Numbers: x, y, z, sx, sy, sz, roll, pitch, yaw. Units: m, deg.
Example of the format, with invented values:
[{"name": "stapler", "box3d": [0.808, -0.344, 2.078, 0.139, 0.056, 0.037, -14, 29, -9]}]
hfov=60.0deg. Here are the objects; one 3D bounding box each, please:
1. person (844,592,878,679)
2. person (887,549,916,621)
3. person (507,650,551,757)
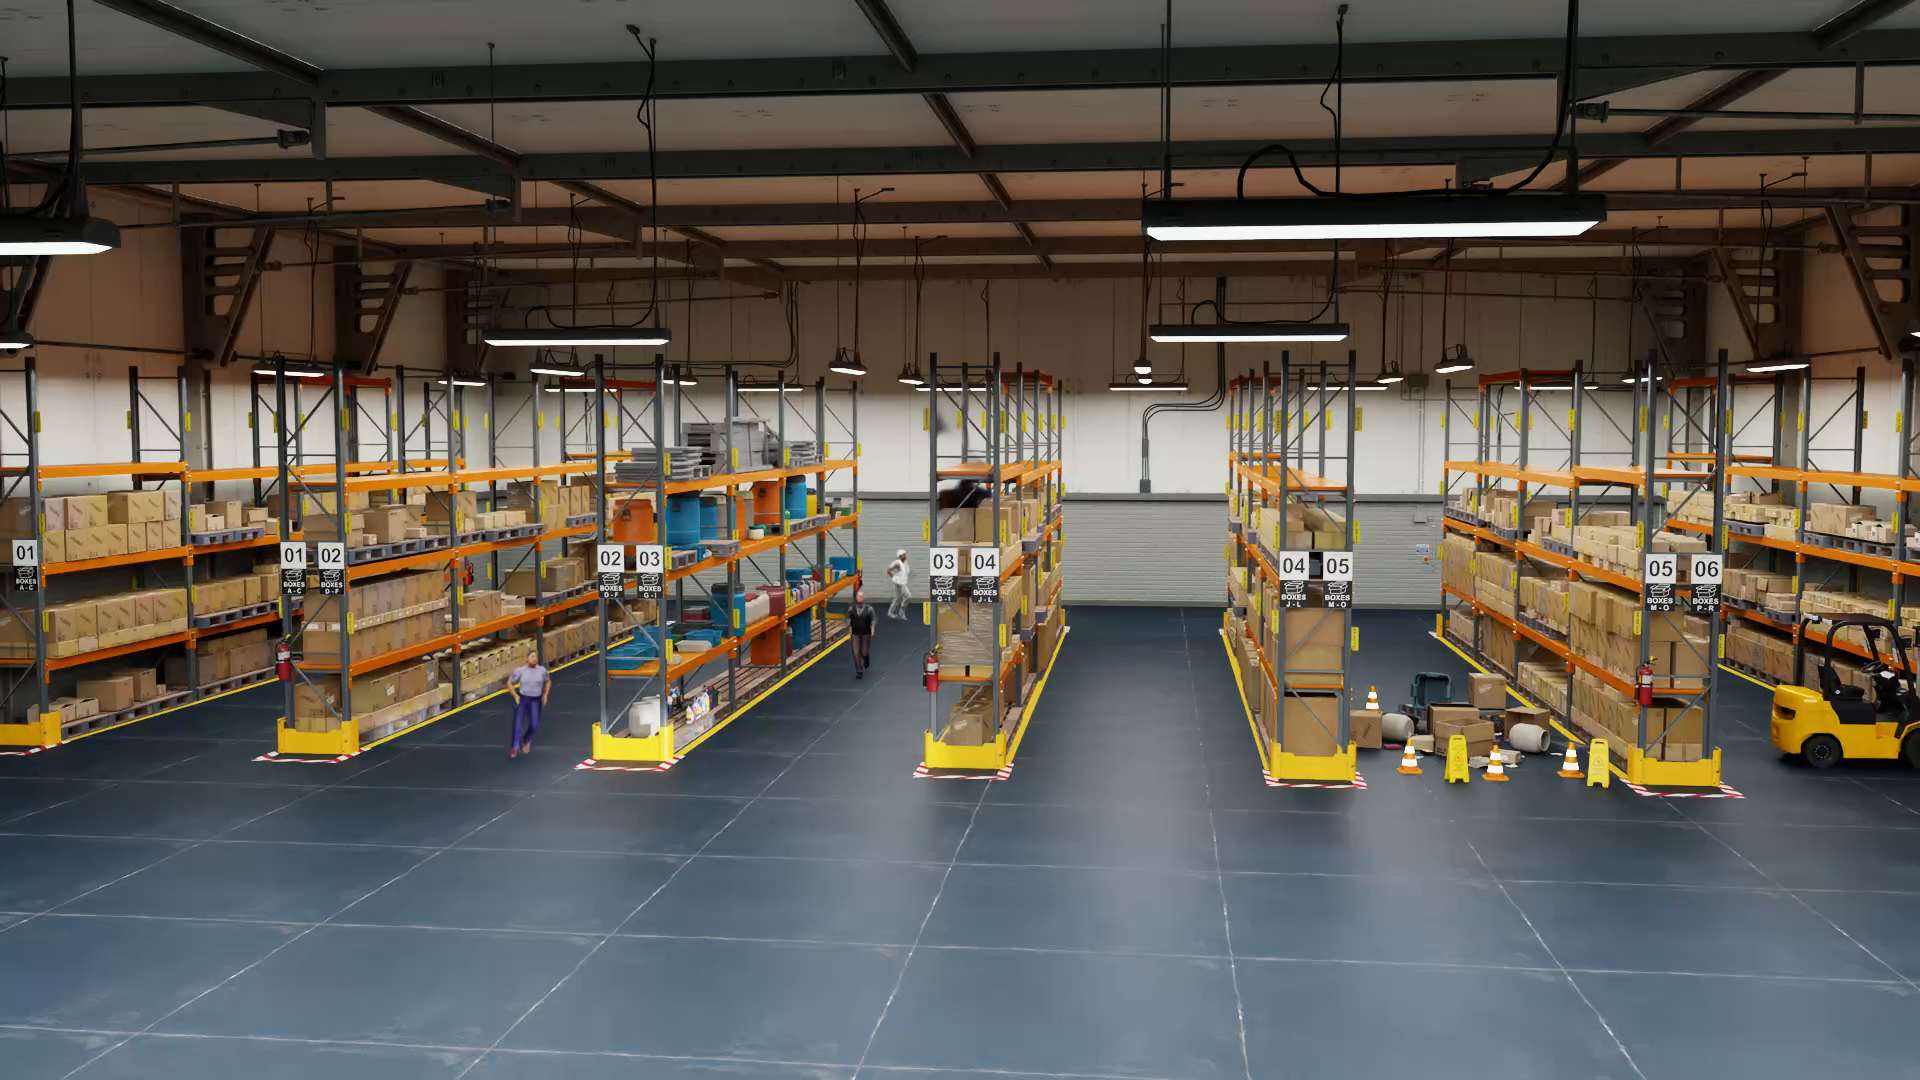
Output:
[{"name": "person", "box3d": [-1.955, 1.859, 32.734, 0.660, 1.684, 0.599, 0, 4, 4]}, {"name": "person", "box3d": [-1.502, 1.143, 42.091, 0.756, 1.826, 0.650, 1, 4, 17]}, {"name": "person", "box3d": [-6.447, 2.447, 24.931, 0.662, 1.592, 0.550, -2, 4, -21]}]
